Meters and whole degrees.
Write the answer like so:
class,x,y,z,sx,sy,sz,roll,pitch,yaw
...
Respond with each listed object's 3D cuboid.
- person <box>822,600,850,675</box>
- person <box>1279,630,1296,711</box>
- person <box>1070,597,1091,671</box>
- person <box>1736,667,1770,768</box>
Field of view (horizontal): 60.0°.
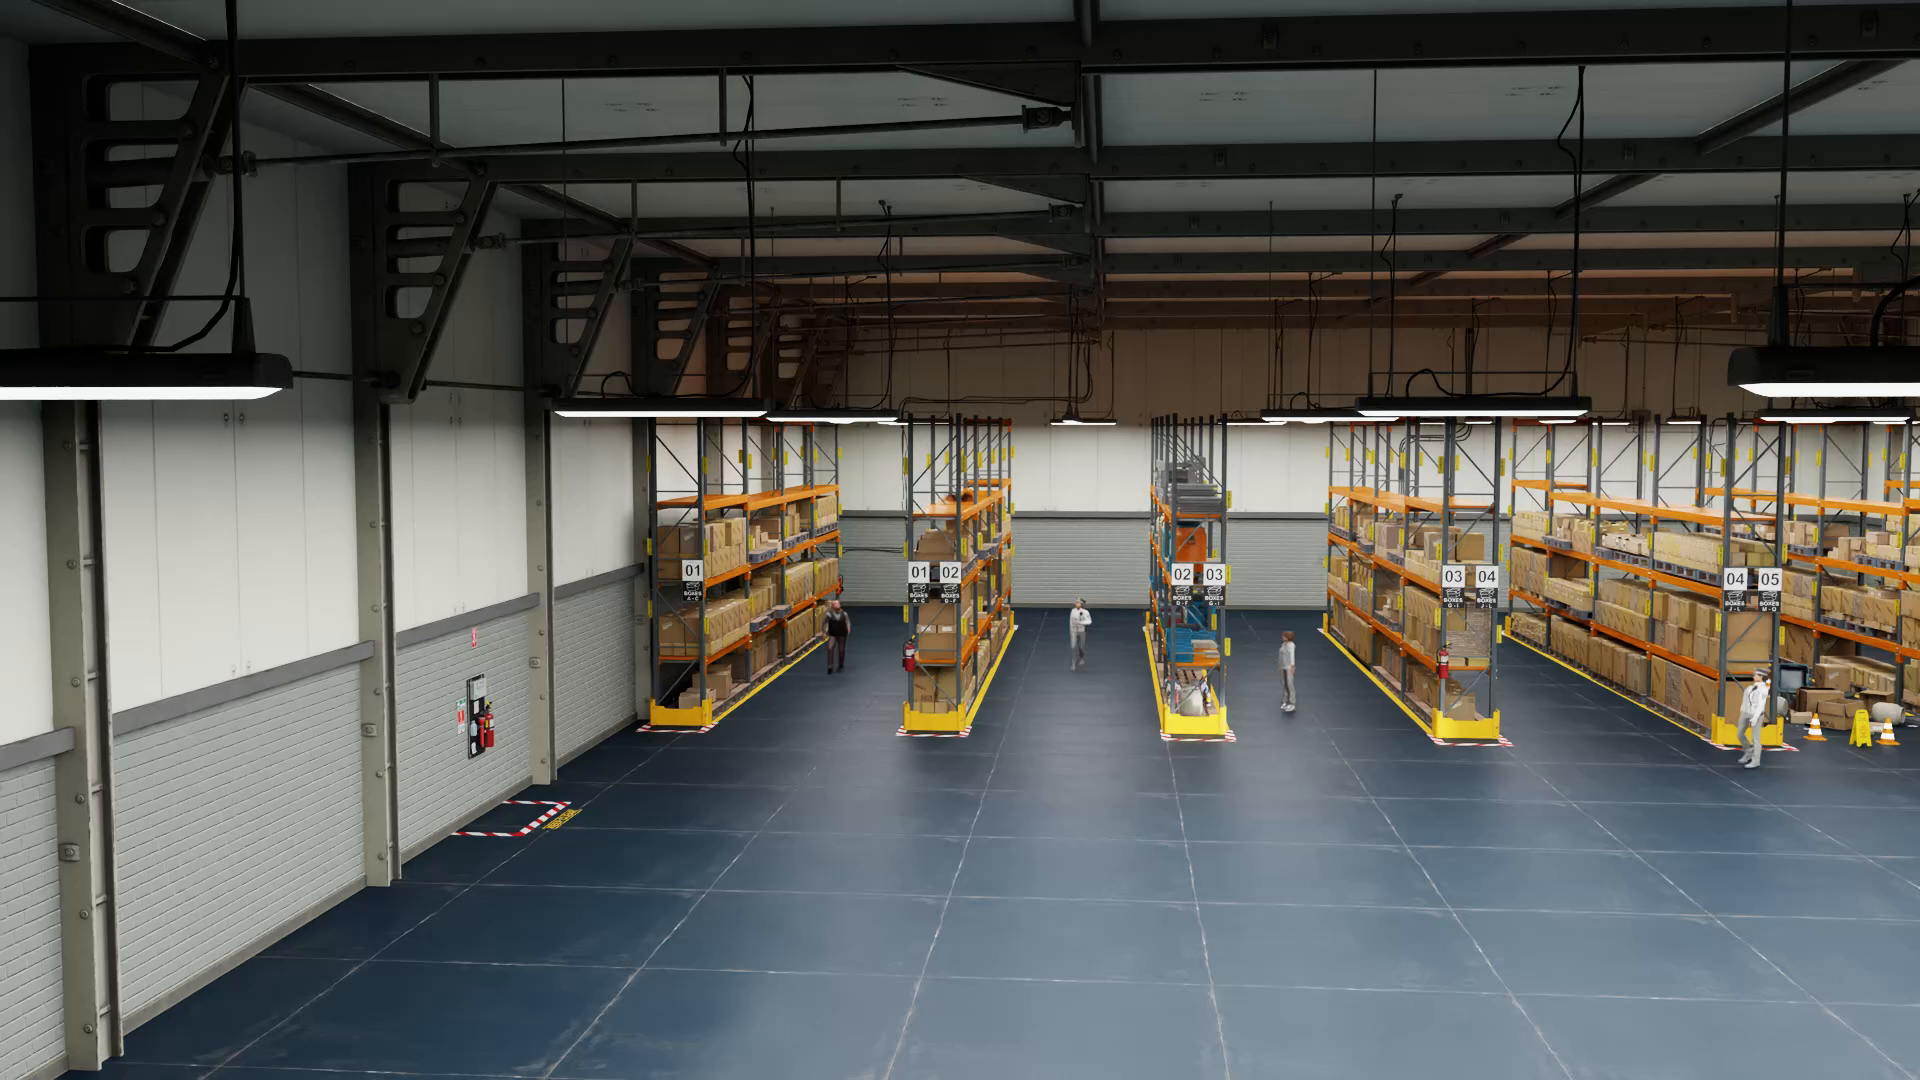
class,x,y,z,sx,sy,sz,roll,pitch,yaw
person,-2.892,2.268,39.047,0.718,1.702,0.982,0,4,7
person,6.659,2.657,33.864,0.374,1.593,0.508,-2,4,-24
person,2.867,2.222,39.588,0.540,1.739,0.804,1,4,9
person,13.430,2.990,28.160,0.507,1.688,0.543,-2,4,-23
